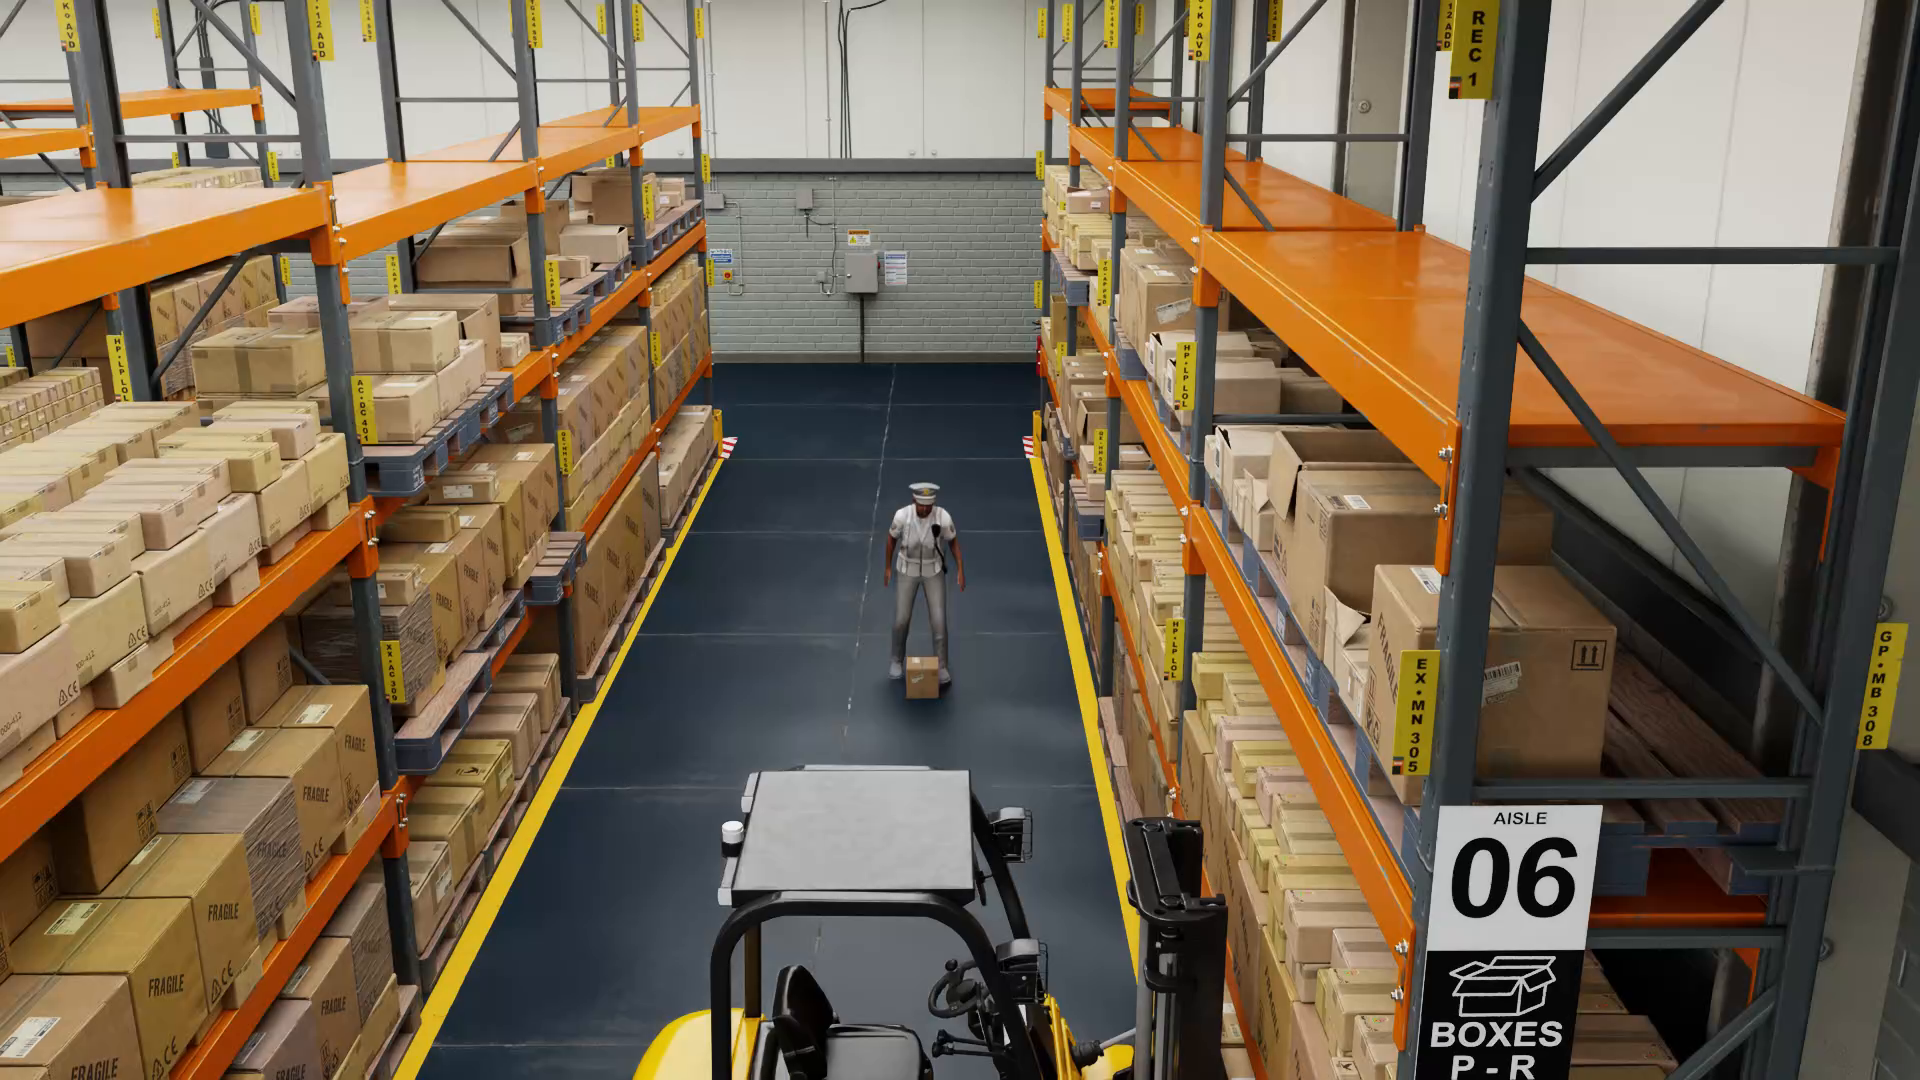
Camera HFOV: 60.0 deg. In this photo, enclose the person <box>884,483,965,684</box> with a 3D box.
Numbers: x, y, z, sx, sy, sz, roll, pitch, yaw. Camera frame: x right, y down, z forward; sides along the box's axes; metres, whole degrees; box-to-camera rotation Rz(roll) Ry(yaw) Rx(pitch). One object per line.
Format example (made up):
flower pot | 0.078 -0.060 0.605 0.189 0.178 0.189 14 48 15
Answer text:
person | -0.283 0.317 13.165 0.646 1.630 0.525 0 17 0
